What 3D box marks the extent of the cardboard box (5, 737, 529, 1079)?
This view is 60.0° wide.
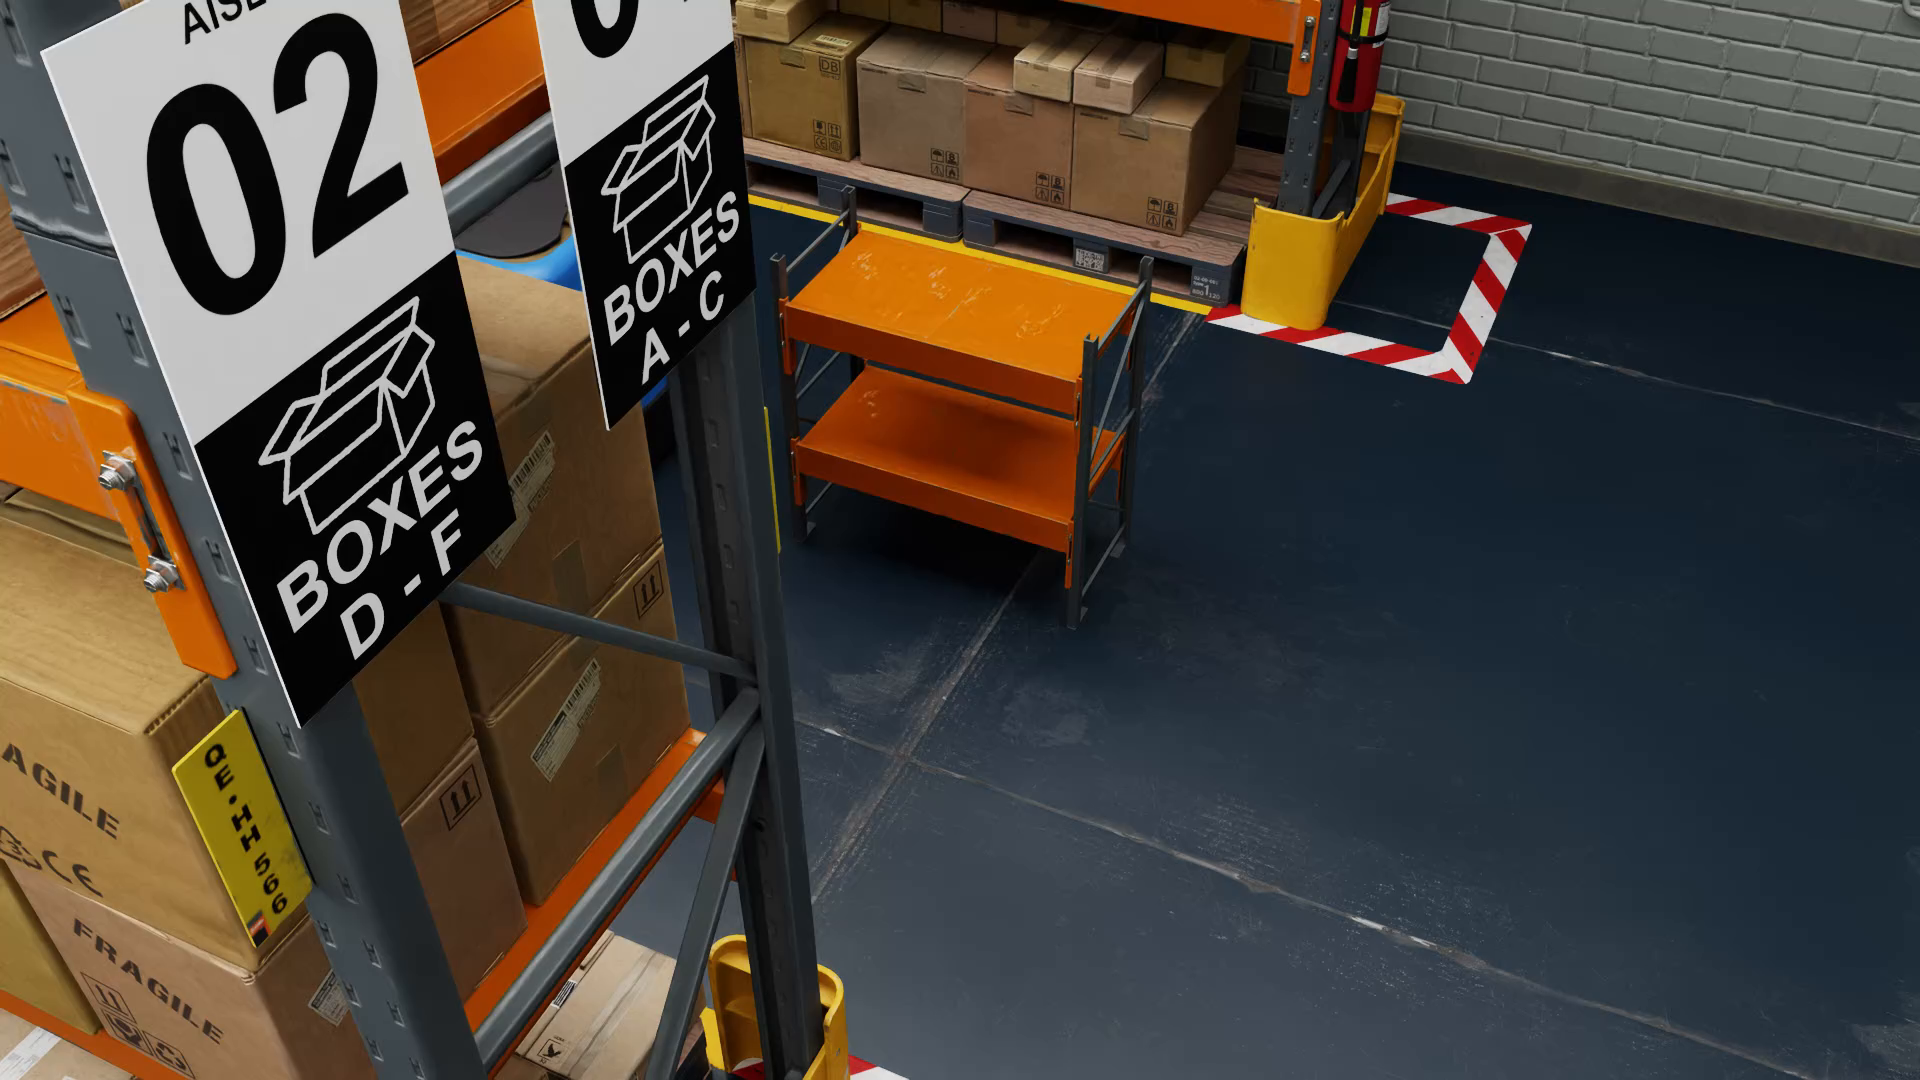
[{"bbox_3d":[-1.099,0.575,2.720,0.500,0.500,0.500,18,44,20],"label":"cardboard box"}]

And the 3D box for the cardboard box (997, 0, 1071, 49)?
[{"bbox_3d":[0.348,-2.253,7.152,0.250,0.149,0.380,17,44,19],"label":"cardboard box"}]

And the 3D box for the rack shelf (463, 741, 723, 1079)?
[{"bbox_3d":[-2.391,0.219,3.607,3.809,0.124,0.919,17,44,19],"label":"rack shelf"}]

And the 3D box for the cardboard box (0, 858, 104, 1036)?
[{"bbox_3d":[-1.571,0.433,2.884,0.500,0.500,0.500,17,44,19],"label":"cardboard box"}]

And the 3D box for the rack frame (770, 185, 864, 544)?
[{"bbox_3d":[-0.455,-0.564,5.542,0.032,1.125,0.500,17,44,19],"label":"rack frame"}]

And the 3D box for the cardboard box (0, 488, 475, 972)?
[{"bbox_3d":[-1.098,0.199,2.390,0.500,0.500,0.500,17,44,18],"label":"cardboard box"}]

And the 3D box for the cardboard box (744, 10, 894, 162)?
[{"bbox_3d":[-0.560,-2.136,7.512,0.500,0.500,0.700,18,44,20],"label":"cardboard box"}]

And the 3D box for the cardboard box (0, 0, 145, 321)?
[{"bbox_3d":[-1.155,-0.488,1.847,0.500,0.250,0.500,17,44,19],"label":"cardboard box"}]

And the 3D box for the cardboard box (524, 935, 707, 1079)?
[{"bbox_3d":[-0.813,1.166,3.955,0.250,0.149,0.380,17,44,19],"label":"cardboard box"}]

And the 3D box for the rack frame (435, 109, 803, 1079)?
[{"bbox_3d":[-0.577,0.573,2.799,0.053,2.616,0.949,17,44,19],"label":"rack frame"}]

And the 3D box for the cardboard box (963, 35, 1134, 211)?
[{"bbox_3d":[0.382,-1.853,7.186,0.500,0.500,0.700,17,44,19],"label":"cardboard box"}]

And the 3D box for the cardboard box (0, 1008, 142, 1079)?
[{"bbox_3d":[-2.024,1.163,3.882,0.500,0.250,0.500,17,44,19],"label":"cardboard box"}]

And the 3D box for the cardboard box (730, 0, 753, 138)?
[{"bbox_3d":[-1.024,-2.279,7.677,0.500,0.500,0.700,17,44,18],"label":"cardboard box"}]

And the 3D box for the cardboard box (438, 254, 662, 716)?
[{"bbox_3d":[-0.869,-0.120,2.759,0.500,0.500,0.500,18,44,20],"label":"cardboard box"}]

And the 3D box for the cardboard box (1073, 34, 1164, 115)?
[{"bbox_3d":[0.643,-1.887,6.730,0.250,0.149,0.380,16,44,18],"label":"cardboard box"}]

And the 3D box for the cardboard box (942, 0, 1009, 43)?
[{"bbox_3d":[0.117,-2.324,7.233,0.250,0.149,0.380,18,44,19],"label":"cardboard box"}]

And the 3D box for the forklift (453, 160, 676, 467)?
[{"bbox_3d":[-2.443,-1.777,5.563,3.031,2.935,1.130,16,43,18],"label":"forklift"}]

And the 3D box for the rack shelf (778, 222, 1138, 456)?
[{"bbox_3d":[0.006,-0.644,5.188,1.000,0.278,0.538,17,44,19],"label":"rack shelf"}]

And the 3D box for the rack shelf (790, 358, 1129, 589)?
[{"bbox_3d":[0.006,-0.238,5.540,1.000,0.278,0.538,17,44,19],"label":"rack shelf"}]

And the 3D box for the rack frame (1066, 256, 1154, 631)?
[{"bbox_3d":[0.467,-0.282,5.217,0.032,1.125,0.500,17,44,19],"label":"rack frame"}]

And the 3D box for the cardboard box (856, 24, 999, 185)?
[{"bbox_3d":[-0.074,-1.992,7.346,0.500,0.500,0.700,16,43,17],"label":"cardboard box"}]

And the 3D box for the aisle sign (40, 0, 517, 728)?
[{"bbox_3d":[-0.646,-0.207,1.713,0.004,0.787,0.394,17,44,19],"label":"aisle sign"}]

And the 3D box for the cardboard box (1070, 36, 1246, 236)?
[{"bbox_3d":[0.836,-1.715,7.026,0.500,0.500,0.700,17,44,19],"label":"cardboard box"}]

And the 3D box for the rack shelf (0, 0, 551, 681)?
[{"bbox_3d":[-2.391,-0.840,2.689,4.000,0.370,1.077,17,44,19],"label":"rack shelf"}]

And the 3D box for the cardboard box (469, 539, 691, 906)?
[{"bbox_3d":[-0.869,0.258,3.086,0.500,0.500,0.500,18,44,20],"label":"cardboard box"}]

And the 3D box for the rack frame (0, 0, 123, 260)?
[{"bbox_3d":[-0.578,-1.692,0.832,0.127,3.000,1.000,17,44,19],"label":"rack frame"}]

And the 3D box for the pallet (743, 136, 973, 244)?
[{"bbox_3d":[-0.347,-1.826,7.696,1.213,0.211,1.003,17,44,19],"label":"pallet"}]

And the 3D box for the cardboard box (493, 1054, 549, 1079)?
[{"bbox_3d":[-1.175,1.349,3.476,0.500,0.500,0.500,17,44,19],"label":"cardboard box"}]

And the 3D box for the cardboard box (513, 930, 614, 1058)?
[{"bbox_3d":[-1.039,1.090,4.029,0.250,0.166,0.380,17,44,19],"label":"cardboard box"}]

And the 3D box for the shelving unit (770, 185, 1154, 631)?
[{"bbox_3d":[0.006,-0.423,5.379,1.048,1.125,0.538,17,44,19],"label":"shelving unit"}]

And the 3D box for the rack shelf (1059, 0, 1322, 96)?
[{"bbox_3d":[-0.300,-2.648,7.064,4.000,0.370,1.077,17,44,19],"label":"rack shelf"}]
